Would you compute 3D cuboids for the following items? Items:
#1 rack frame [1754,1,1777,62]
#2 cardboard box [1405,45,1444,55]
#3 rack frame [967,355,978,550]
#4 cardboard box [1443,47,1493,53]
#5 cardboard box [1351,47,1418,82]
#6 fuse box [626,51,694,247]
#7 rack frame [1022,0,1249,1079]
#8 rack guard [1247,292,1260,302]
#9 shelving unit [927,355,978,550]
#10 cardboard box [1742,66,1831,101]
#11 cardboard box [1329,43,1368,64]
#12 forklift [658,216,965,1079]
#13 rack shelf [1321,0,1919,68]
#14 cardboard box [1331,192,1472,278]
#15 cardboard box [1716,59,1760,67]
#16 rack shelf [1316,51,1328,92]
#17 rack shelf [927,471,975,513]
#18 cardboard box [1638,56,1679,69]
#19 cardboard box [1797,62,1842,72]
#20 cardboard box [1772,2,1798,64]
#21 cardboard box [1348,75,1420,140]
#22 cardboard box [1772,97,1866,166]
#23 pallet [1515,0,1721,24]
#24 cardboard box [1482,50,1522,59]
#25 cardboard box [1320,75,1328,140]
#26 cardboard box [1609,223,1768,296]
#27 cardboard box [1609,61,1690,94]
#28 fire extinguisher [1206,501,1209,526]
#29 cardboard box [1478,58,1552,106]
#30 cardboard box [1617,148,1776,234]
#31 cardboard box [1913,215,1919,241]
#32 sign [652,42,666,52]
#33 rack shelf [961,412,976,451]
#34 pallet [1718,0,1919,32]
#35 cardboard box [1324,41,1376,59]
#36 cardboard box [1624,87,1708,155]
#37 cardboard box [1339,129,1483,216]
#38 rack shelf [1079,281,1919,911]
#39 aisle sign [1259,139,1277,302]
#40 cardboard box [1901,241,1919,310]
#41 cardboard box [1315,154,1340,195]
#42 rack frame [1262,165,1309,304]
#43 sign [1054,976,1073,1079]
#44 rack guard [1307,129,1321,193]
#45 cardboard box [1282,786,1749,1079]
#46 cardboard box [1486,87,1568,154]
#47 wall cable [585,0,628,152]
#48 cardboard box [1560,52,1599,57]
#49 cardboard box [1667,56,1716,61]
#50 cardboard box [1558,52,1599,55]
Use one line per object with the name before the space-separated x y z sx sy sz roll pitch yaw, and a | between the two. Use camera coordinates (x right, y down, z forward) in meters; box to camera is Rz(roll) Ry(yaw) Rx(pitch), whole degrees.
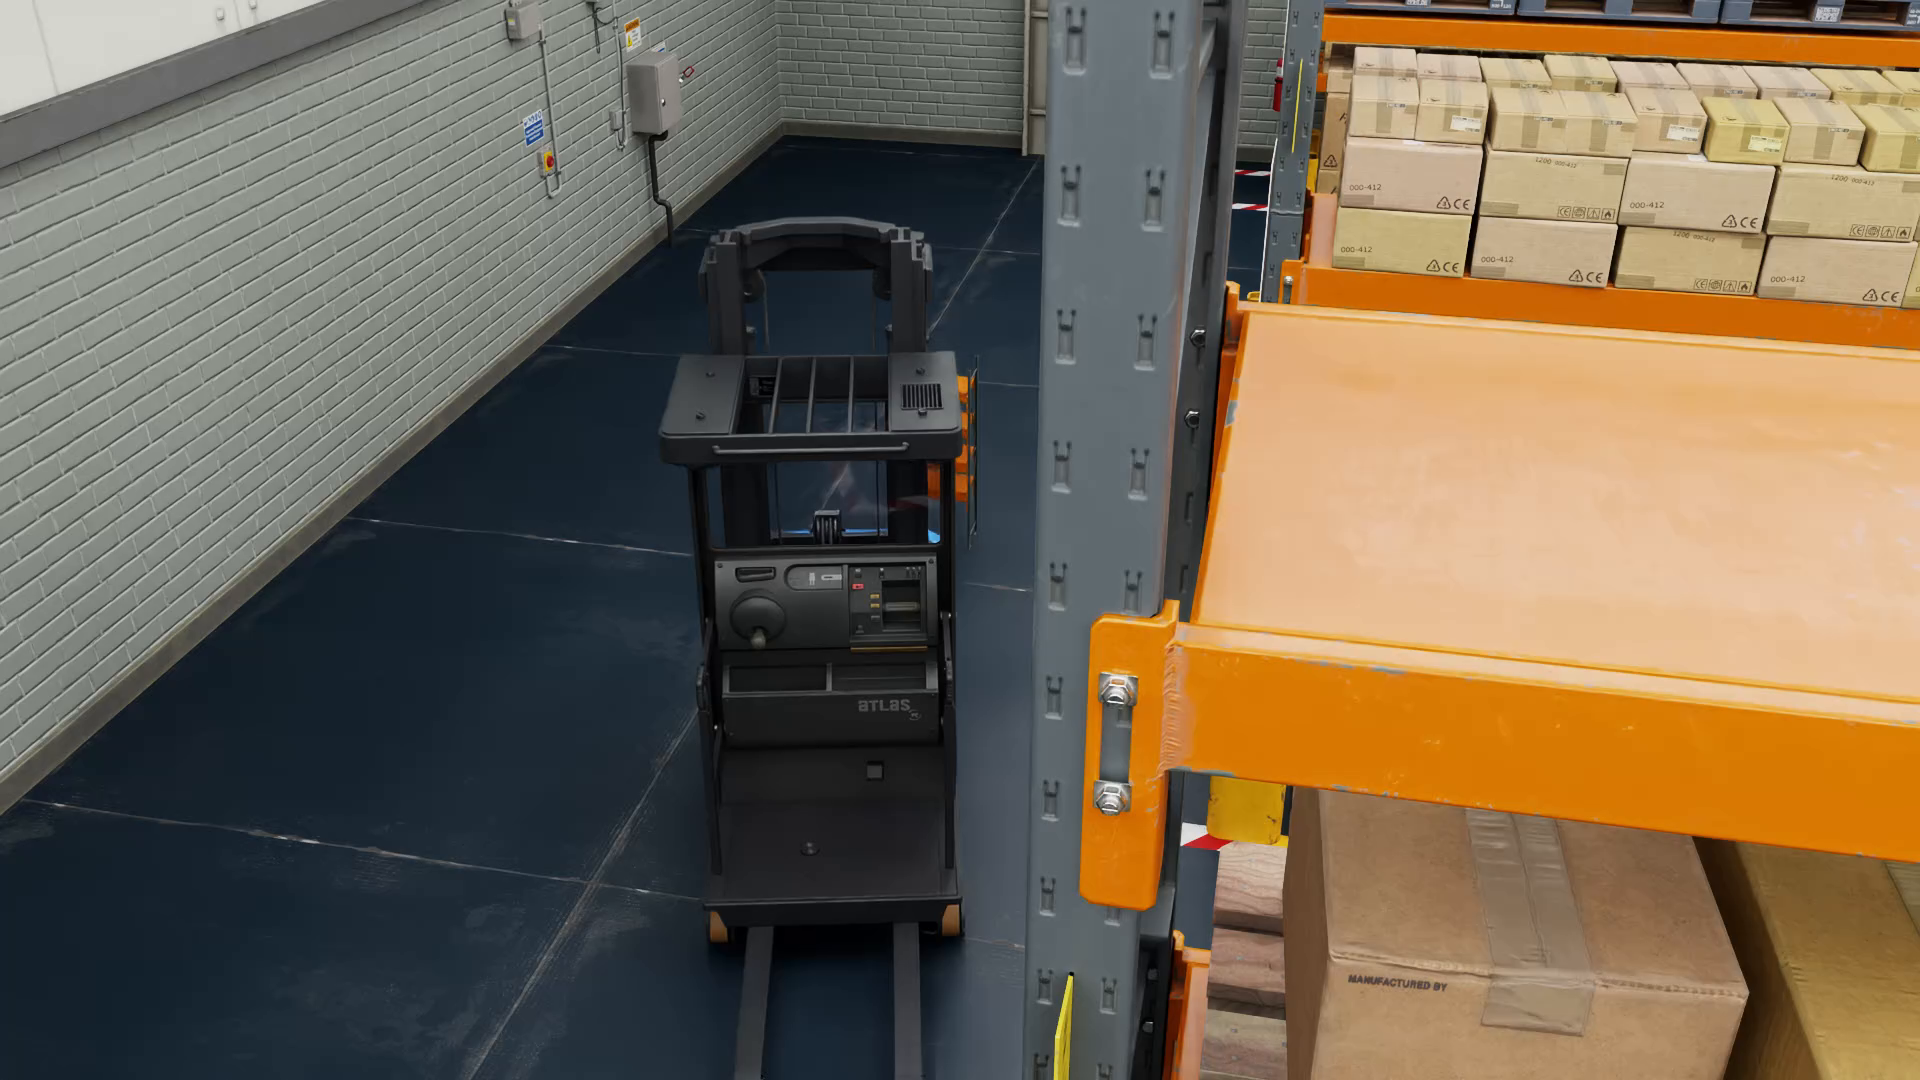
rack frame | 7.254 -4.443 15.405 0.127 3.000 1.000 6 29 11
cardboard box | 3.225 -3.338 11.564 0.250 0.149 0.380 6 29 10
rack frame | 0.077 -0.518 10.110 0.015 1.200 0.240 6 29 11
cardboard box | 4.719 -4.638 15.606 0.500 0.250 0.500 5 29 10
cardboard box | 1.761 -1.927 6.905 0.250 0.149 0.380 6 29 10
fuse box | -2.629 -3.474 14.976 0.414 1.711 0.539 6 29 11
rack frame | 0.240 -0.491 1.937 0.127 3.000 1.000 6 29 11
rack guard | 2.286 -1.419 12.484 0.348 0.500 1.175 6 29 11
shelving unit | -0.162 -0.543 10.154 0.503 1.200 0.258 6 29 11
cardboard box | 3.261 -1.762 6.604 0.250 0.149 0.380 5 29 9
cardboard box | 2.702 -3.338 11.565 0.250 0.149 0.380 6 29 11
forklift | -0.550 0.304 6.805 1.130 2.935 3.031 -1 29 -2
rack shelf | 4.265 -3.313 10.965 4.000 0.370 1.077 6 29 11
cardboard box | 1.760 -1.263 6.628 0.500 0.250 0.500 7 29 12
cardboard box | 5.223 -3.110 11.149 0.250 0.149 0.380 6 29 10
rack shelf | 5.298 -4.328 15.944 4.000 0.370 1.077 6 29 11
rack shelf | -0.162 -0.310 10.282 0.480 0.148 0.258 6 29 11
cardboard box | 4.707 -3.137 11.198 0.250 0.149 0.380 6 29 10
cardboard box | 5.712 -3.051 11.040 0.250 0.149 0.380 6 29 11
cardboard box | 7.680 -4.518 14.999 0.500 0.500 0.700 7 29 12
cardboard box | 1.643 -1.683 6.459 0.250 0.149 0.380 6 29 10
cardboard box | 3.156 -1.513 6.150 0.250 0.149 0.380 7 29 12
pallet | 4.233 -3.599 10.831 1.213 0.211 1.003 6 29 11
cardboard box | 3.704 -3.234 11.374 0.250 0.149 0.380 6 29 10
cardboard box | 2.830 -3.059 11.731 0.500 0.500 0.500 7 29 12
cardboard box | 2.780 -1.163 6.445 0.500 0.250 0.500 5 29 9
cardboard box | 2.749 -1.802 6.676 0.250 0.149 0.380 5 29 9
fire extinguisher | 1.224 -0.223 8.164 0.183 0.674 0.296 6 29 11
cardboard box | 2.233 -1.831 6.730 0.250 0.149 0.380 5 29 9
cardboard box | 2.751 -1.373 6.309 0.500 0.250 0.500 6 29 11
cardboard box | 3.764 -1.281 6.140 0.500 0.250 0.500 7 29 13
sign | -2.728 -4.251 15.151 0.001 0.494 0.329 6 29 11
rack shelf | -0.162 -0.680 10.079 0.480 0.148 0.258 6 29 11
pallet | 5.423 -3.476 10.606 1.213 0.211 1.003 6 29 11
cardboard box | 3.729 -4.737 15.788 0.500 0.250 0.500 6 29 11
cardboard box | 2.651 -1.587 6.283 0.250 0.149 0.380 7 29 12
cardboard box | 1.759 -1.481 6.505 0.500 0.250 0.500 6 29 11
rack shelf | 2.195 0.201 1.840 4.000 0.370 1.077 6 29 11
aisle sign | 1.240 -1.185 6.746 0.004 0.787 0.394 6 29 11
cardboard box | 3.767 -1.056 6.249 0.500 0.250 0.500 6 29 10
cardboard box | 2.719 -2.374 11.521 0.500 0.500 0.500 6 29 10
rack frame | 1.374 -0.178 7.614 0.127 3.000 1.000 6 29 11
sign | 0.118 0.667 1.954 0.005 0.325 0.100 6 29 11
rack guard | 3.416 -3.741 16.724 0.348 0.500 1.175 6 29 11
cardboard box | 0.759 0.580 2.460 0.500 0.500 0.700 4 29 7
cardboard box | 2.139 -1.588 6.285 0.250 0.149 0.380 6 29 10
wall cable | -2.925 -4.180 13.866 0.122 1.984 0.588 6 29 11
cardboard box | 4.214 -3.201 11.314 0.250 0.149 0.380 7 29 12
cardboard box | 6.705 -4.445 15.253 0.500 0.250 0.500 7 29 12
cardboard box | 5.727 -4.544 15.435 0.500 0.250 0.500 6 29 10
